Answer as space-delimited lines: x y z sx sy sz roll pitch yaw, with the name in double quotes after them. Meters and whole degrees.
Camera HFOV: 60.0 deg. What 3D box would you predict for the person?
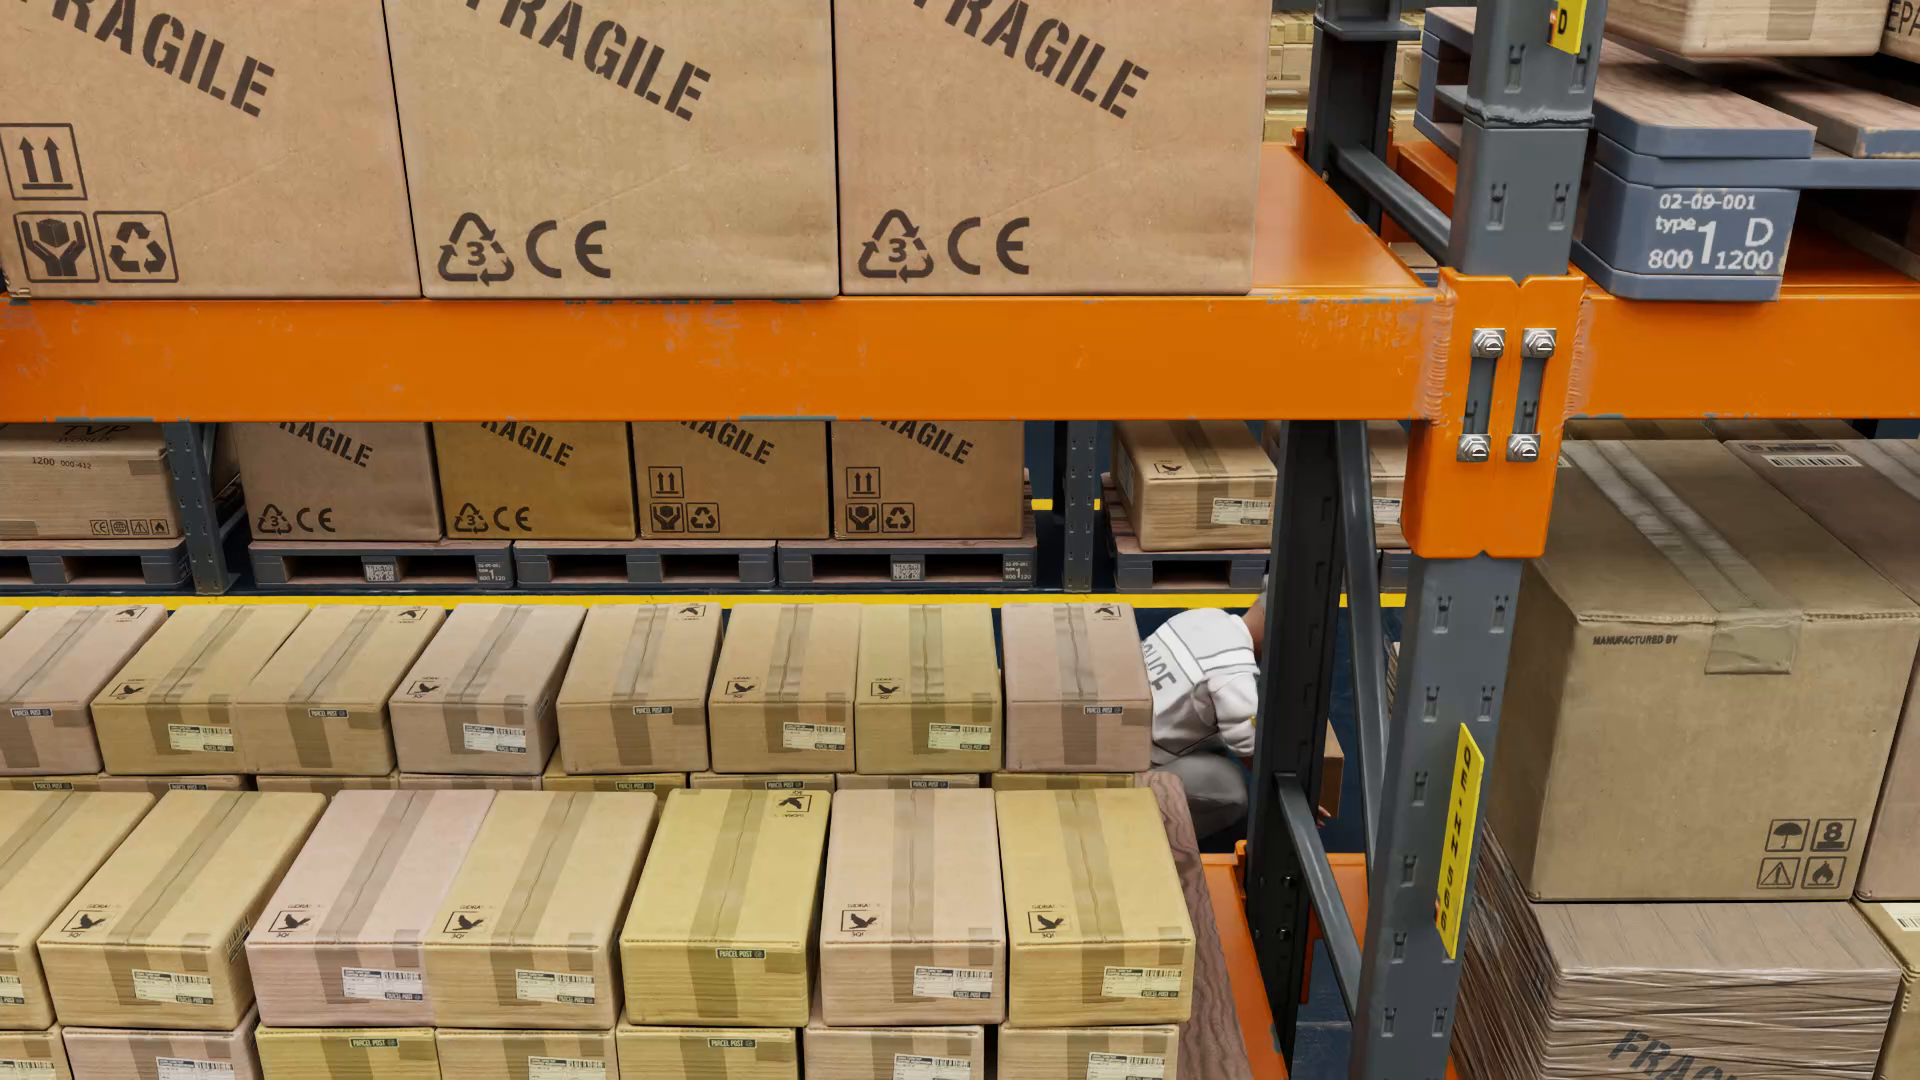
0.793 0.621 5.627 0.903 1.010 0.553 0 24 0 "person"
